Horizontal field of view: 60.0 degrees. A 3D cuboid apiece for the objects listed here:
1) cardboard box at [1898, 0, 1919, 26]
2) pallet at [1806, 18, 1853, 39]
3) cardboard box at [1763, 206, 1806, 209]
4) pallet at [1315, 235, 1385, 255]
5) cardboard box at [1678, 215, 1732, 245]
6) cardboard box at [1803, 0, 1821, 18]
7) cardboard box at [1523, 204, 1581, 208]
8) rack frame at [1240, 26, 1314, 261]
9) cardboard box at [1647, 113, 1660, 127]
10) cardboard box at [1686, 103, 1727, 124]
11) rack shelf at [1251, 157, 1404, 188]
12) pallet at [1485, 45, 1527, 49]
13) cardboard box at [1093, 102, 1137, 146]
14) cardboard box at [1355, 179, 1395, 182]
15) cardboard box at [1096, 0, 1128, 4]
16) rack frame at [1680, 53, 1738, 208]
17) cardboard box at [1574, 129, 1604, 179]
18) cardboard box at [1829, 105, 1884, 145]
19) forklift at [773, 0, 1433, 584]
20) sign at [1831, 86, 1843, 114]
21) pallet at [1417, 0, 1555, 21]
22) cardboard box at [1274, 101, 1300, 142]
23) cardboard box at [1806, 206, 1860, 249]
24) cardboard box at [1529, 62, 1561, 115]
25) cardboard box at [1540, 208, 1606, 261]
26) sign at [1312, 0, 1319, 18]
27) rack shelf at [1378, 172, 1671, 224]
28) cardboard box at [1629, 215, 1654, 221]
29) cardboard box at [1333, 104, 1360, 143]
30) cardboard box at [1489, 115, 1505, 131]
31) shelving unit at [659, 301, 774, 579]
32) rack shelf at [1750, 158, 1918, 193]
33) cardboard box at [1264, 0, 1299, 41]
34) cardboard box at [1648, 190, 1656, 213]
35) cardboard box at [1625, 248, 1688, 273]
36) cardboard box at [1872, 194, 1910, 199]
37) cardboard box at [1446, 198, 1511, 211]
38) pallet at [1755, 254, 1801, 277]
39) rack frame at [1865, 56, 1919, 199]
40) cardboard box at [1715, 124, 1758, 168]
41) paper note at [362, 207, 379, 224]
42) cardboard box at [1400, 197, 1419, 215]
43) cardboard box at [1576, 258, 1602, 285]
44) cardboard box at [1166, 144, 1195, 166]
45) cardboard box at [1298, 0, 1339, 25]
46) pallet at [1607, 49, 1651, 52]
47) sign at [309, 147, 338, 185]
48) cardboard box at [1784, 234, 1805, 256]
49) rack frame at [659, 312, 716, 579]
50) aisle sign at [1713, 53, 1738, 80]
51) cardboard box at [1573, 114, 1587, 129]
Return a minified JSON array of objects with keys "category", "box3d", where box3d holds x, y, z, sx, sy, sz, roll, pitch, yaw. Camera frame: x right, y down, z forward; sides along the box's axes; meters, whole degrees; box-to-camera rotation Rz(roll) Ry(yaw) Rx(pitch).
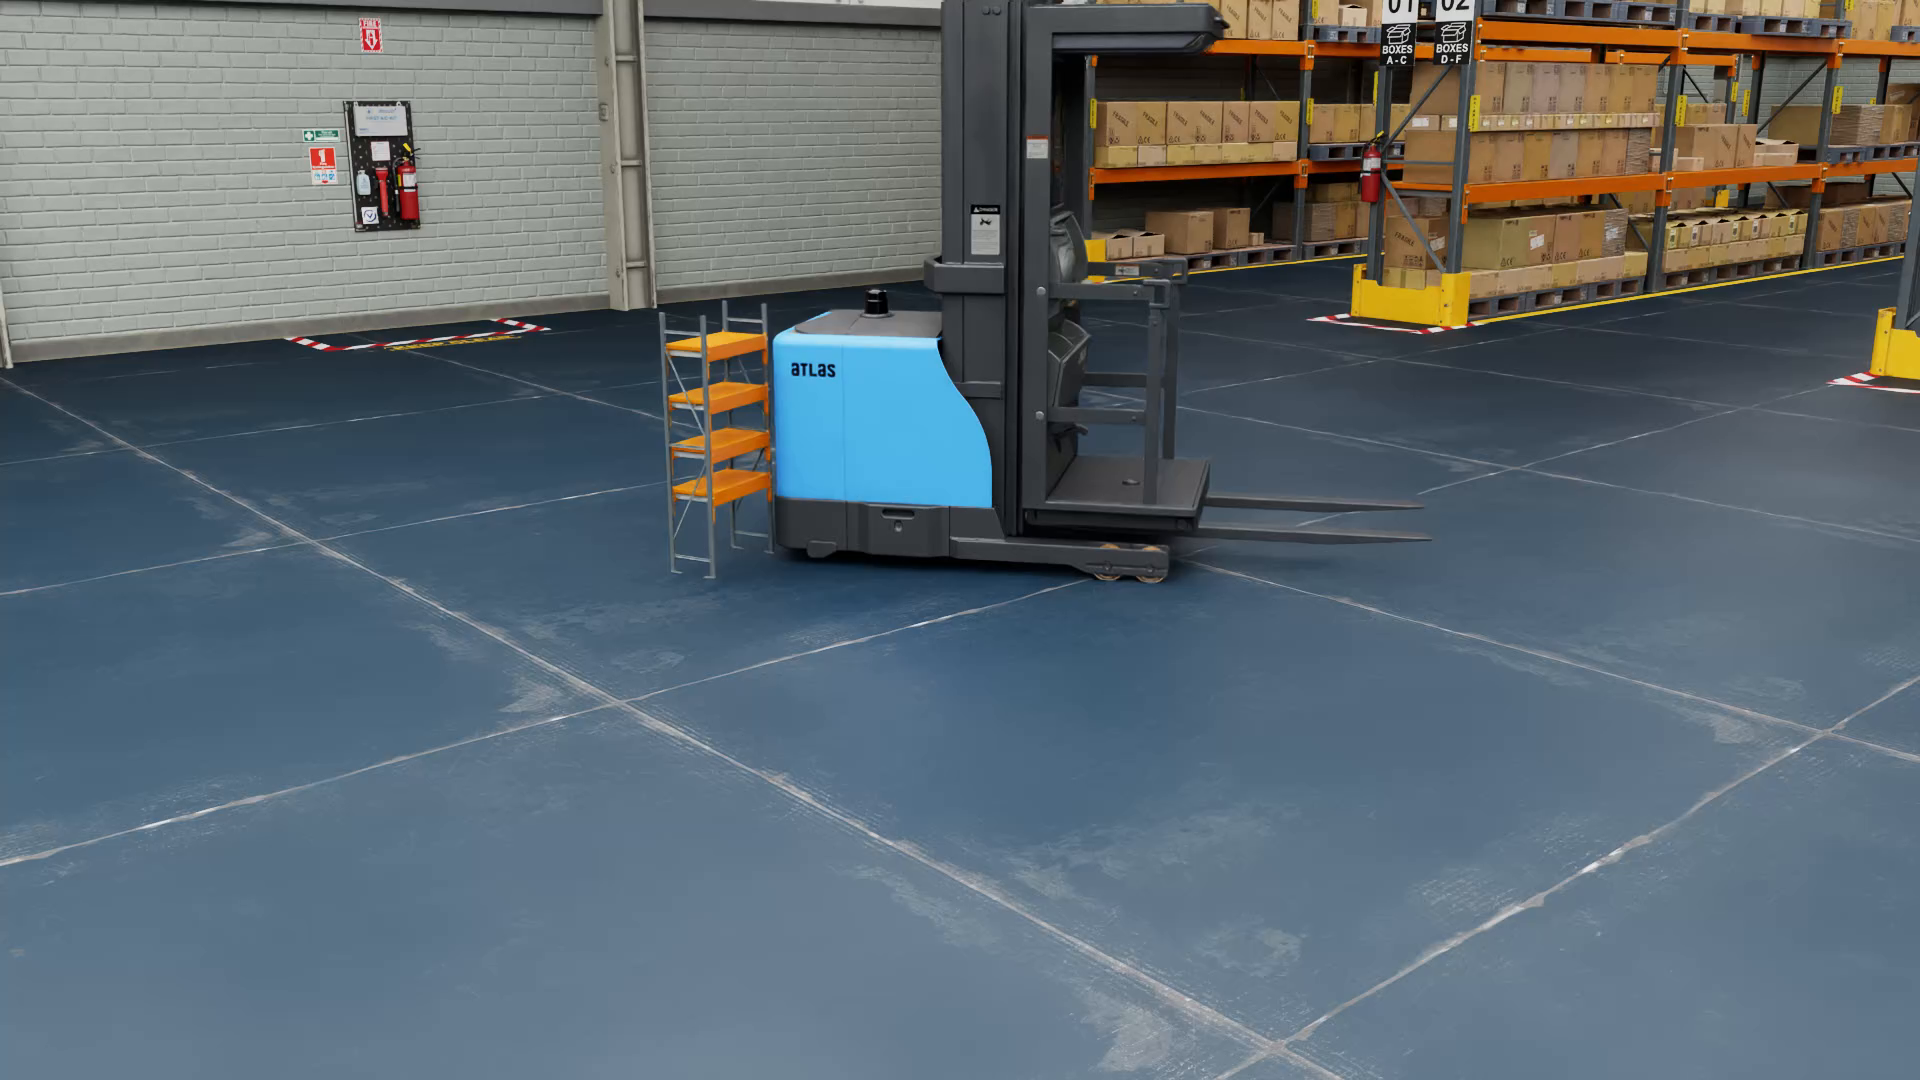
[{"category":"cardboard box","box3d":[12.562,-7.217,22.444,0.600,0.600,0.600,-13,20,-40]},{"category":"pallet","box3d":[10.009,-6.205,20.222,1.003,0.211,1.213,-12,19,-37]},{"category":"cardboard box","box3d":[11.014,-4.189,22.110,0.500,0.500,0.500,-12,19,-37]},{"category":"pallet","box3d":[5.698,-4.259,23.784,1.213,0.211,1.003,-13,19,-39]},{"category":"cardboard box","box3d":[8.691,-3.641,19.495,0.500,0.311,0.500,-14,20,-41]},{"category":"cardboard box","box3d":[10.157,-6.472,20.330,0.500,0.250,0.500,14,21,43]},{"category":"cardboard box","box3d":[6.518,-3.435,18.359,0.500,0.500,0.500,-13,19,-39]},{"category":"rack frame","box3d":[4.190,-5.266,22.151,0.127,3.000,1.000,-13,19,-39]},{"category":"cardboard box","box3d":[7.381,-4.576,18.118,0.250,0.149,0.380,-13,20,-39]},{"category":"cardboard box","box3d":[12.865,-7.355,29.392,0.700,0.700,0.980,-12,19,-37]},{"category":"rack shelf","box3d":[5.699,-5.257,23.513,4.000,0.370,1.077,-13,19,-39]},{"category":"pallet","box3d":[7.659,-7.421,24.773,1.003,0.211,1.213,-12,19,-37]},{"category":"cardboard box","box3d":[1.730,-4.910,19.618,0.500,0.500,0.500,-13,19,-39]},{"category":"cardboard box","box3d":[5.843,-5.006,23.717,0.500,0.250,0.500,-13,20,-40]},{"category":"cardboard box","box3d":[1.589,-6.103,19.242,0.500,0.500,0.500,-12,19,-38]},{"category":"rack frame","box3d":[13.243,-7.299,29.762,0.127,3.000,1.000,-13,19,-39]},{"category":"cardboard box","box3d":[6.340,-4.099,17.590,0.500,0.500,0.700,-12,19,-39]},{"category":"cardboard box","box3d":[11.679,-5.477,21.936,0.500,0.500,0.700,-9,17,-29]},{"category":"forklift","box3d":[0.692,-1.368,7.690,3.031,2.935,1.130,3,15,11]},{"category":"sign","box3d":[10.829,-5.432,20.528,0.005,0.325,0.100,-13,19,-39]},{"category":"pallet","box3d":[4.978,-5.146,16.060,1.213,0.211,1.003,-13,19,-39]},{"category":"cardboard box","box3d":[4.037,-5.425,21.546,0.500,0.500,0.500,-13,20,-39]},{"category":"cardboard box","box3d":[11.385,-4.096,21.763,0.500,0.500,0.500,-14,20,-41]},{"category":"cardboard box","box3d":[5.601,-4.561,16.804,0.500,0.500,0.700,-13,19,-39]},{"category":"cardboard box","box3d":[6.479,-3.250,17.665,0.500,0.500,0.500,-13,19,-39]},{"category":"sign","box3d":[4.552,-6.860,21.307,0.005,0.325,0.100,-13,19,-39]},{"category":"rack shelf","box3d":[5.936,-3.616,17.368,4.000,0.370,1.077,-13,19,-39]},{"category":"cardboard box","box3d":[7.951,-3.661,19.572,0.500,0.311,0.500,-12,19,-38]},{"category":"cardboard box","box3d":[5.023,-5.700,22.729,0.500,0.500,0.700,-10,18,-34]},{"category":"cardboard box","box3d":[5.062,-4.056,16.171,0.250,0.149,0.380,-13,20,-41]},{"category":"shelving unit","box3d":[-1.115,-0.472,7.693,0.258,1.200,0.503,7,17,26]},{"category":"rack shelf","box3d":[11.971,-4.971,22.441,4.000,0.370,1.077,-13,19,-39]},{"category":"cardboard box","box3d":[3.970,-6.639,21.247,0.500,0.500,0.500,-12,19,-38]},{"category":"cardboard box","box3d":[11.627,-5.894,28.533,0.500,0.500,0.700,-12,19,-38]},{"category":"cardboard box","box3d":[7.912,-3.197,18.919,0.500,0.250,0.500,-13,20,-41]},{"category":"cardboard box","box3d":[13.724,-4.814,24.451,0.500,0.500,0.500,-13,19,-39]},{"category":"cardboard box","box3d":[7.849,-5.207,25.282,0.750,0.750,0.750,-13,20,-40]},{"category":"pallet","box3d":[9.816,-3.501,20.946,1.213,0.211,1.003,-13,19,-39]},{"category":"rack frame","box3d":[13.480,-5.657,23.617,0.127,3.000,1.000,-13,19,-39]},{"category":"cardboard box","box3d":[9.207,-4.741,19.991,0.500,0.500,0.500,-14,20,-42]},{"category":"paper note","box3d":[-5.461,-3.005,15.396,0.142,0.148,0.016,-13,19,-39]},{"category":"cardboard box","box3d":[6.234,-4.752,24.217,0.500,0.500,0.700,-13,20,-39]},{"category":"cardboard box","box3d":[6.487,-2.885,17.753,0.500,0.250,0.500,-13,19,-39]},{"category":"cardboard box","box3d":[2.520,-4.722,20.368,0.500,0.250,0.500,-13,20,-40]},{"category":"cardboard box","box3d":[4.655,-7.043,21.986,0.500,0.500,0.500,-9,18,-32]},{"category":"pallet","box3d":[10.850,-8.164,27.361,1.213,0.211,1.003,-13,19,-39]},{"category":"sign","box3d":[-5.767,-3.391,15.064,0.234,0.329,0.001,-13,19,-39]},{"category":"cardboard box","box3d":[10.226,-3.718,20.869,0.500,0.250,0.500,-12,19,-38]},{"category":"rack frame","box3d":[-1.224,-0.416,7.482,0.240,1.200,0.015,7,17,26]},{"category":"aisle sign","box3d":[13.494,-8.508,29.253,0.004,0.787,0.394,-13,19,-39]},{"category":"cardboard box","box3d":[6.223,-4.316,17.143,0.250,0.149,0.380,-12,19,-38]}]
